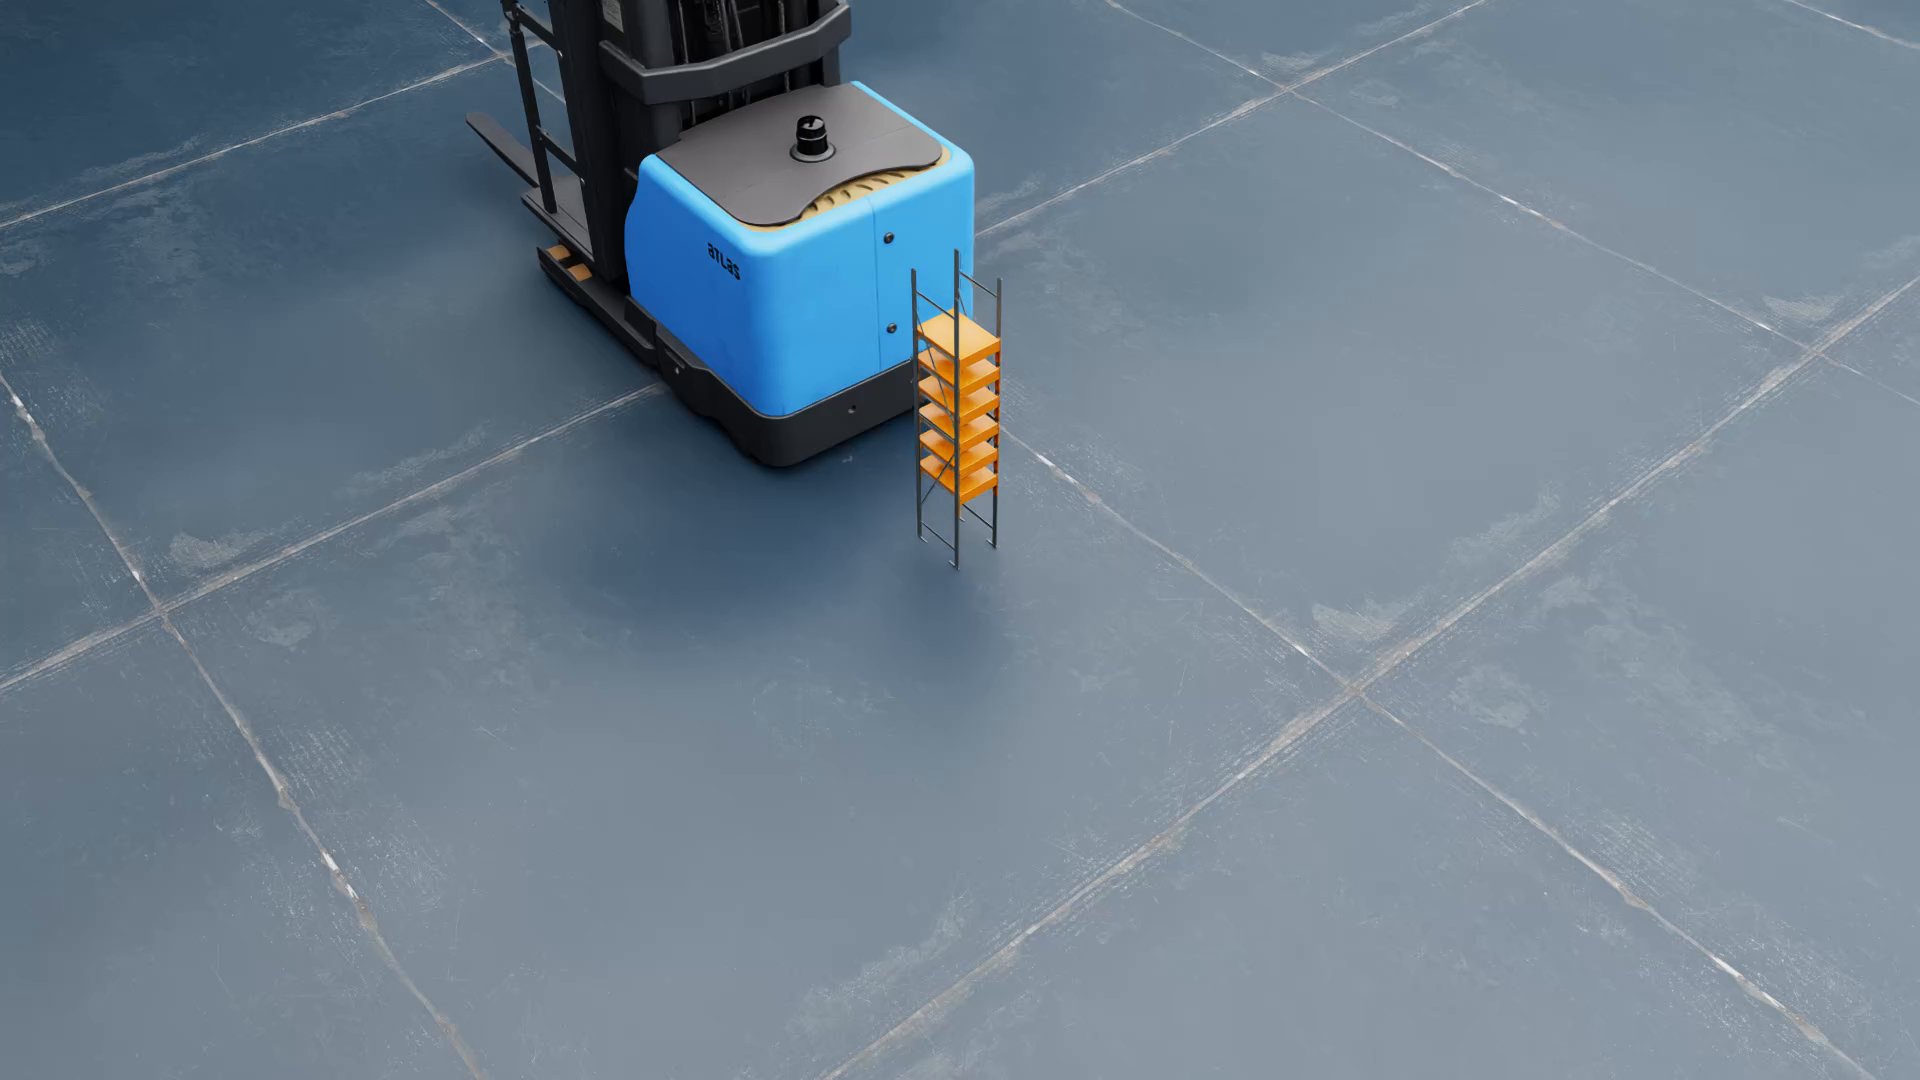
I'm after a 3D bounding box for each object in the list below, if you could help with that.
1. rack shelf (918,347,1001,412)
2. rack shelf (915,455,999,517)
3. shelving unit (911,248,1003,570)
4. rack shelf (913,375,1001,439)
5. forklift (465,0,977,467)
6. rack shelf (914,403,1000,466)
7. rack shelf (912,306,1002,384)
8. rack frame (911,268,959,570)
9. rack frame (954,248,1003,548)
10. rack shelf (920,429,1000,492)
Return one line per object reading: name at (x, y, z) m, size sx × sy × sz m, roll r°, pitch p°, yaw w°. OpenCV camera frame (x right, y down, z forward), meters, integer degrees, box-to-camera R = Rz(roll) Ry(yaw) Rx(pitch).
rack shelf at (-0.011, -0.574, 5.699) m, size 0.180 × 0.103 × 0.258 m, roll -30°, pitch 51°, yaw -28°
rack shelf at (-0.011, -0.224, 6.027) m, size 0.180 × 0.103 × 0.258 m, roll -30°, pitch 51°, yaw -28°
shelving unit at (-0.011, -0.431, 5.832) m, size 0.189 × 1.200 × 0.258 m, roll -30°, pitch 51°, yaw -28°
rack shelf at (-0.011, -0.486, 5.781) m, size 0.180 × 0.103 × 0.258 m, roll -30°, pitch 51°, yaw -28°
forklift at (-1.231, -2.308, 6.567) m, size 1.130 × 2.935 × 3.031 m, roll -28°, pitch 50°, yaw -27°
rack shelf at (-0.011, -0.399, 5.863) m, size 0.180 × 0.103 × 0.258 m, roll -30°, pitch 51°, yaw -28°
rack shelf at (-0.011, -0.661, 5.616) m, size 0.180 × 0.103 × 0.258 m, roll -30°, pitch 51°, yaw -28°
rack frame at (-0.081, -0.391, 5.790) m, size 0.006 × 1.200 × 0.240 m, roll -30°, pitch 51°, yaw -28°
rack frame at (0.059, -0.471, 5.875) m, size 0.006 × 1.200 × 0.240 m, roll -30°, pitch 51°, yaw -28°
rack shelf at (-0.011, -0.311, 5.945) m, size 0.180 × 0.103 × 0.258 m, roll -30°, pitch 51°, yaw -28°
